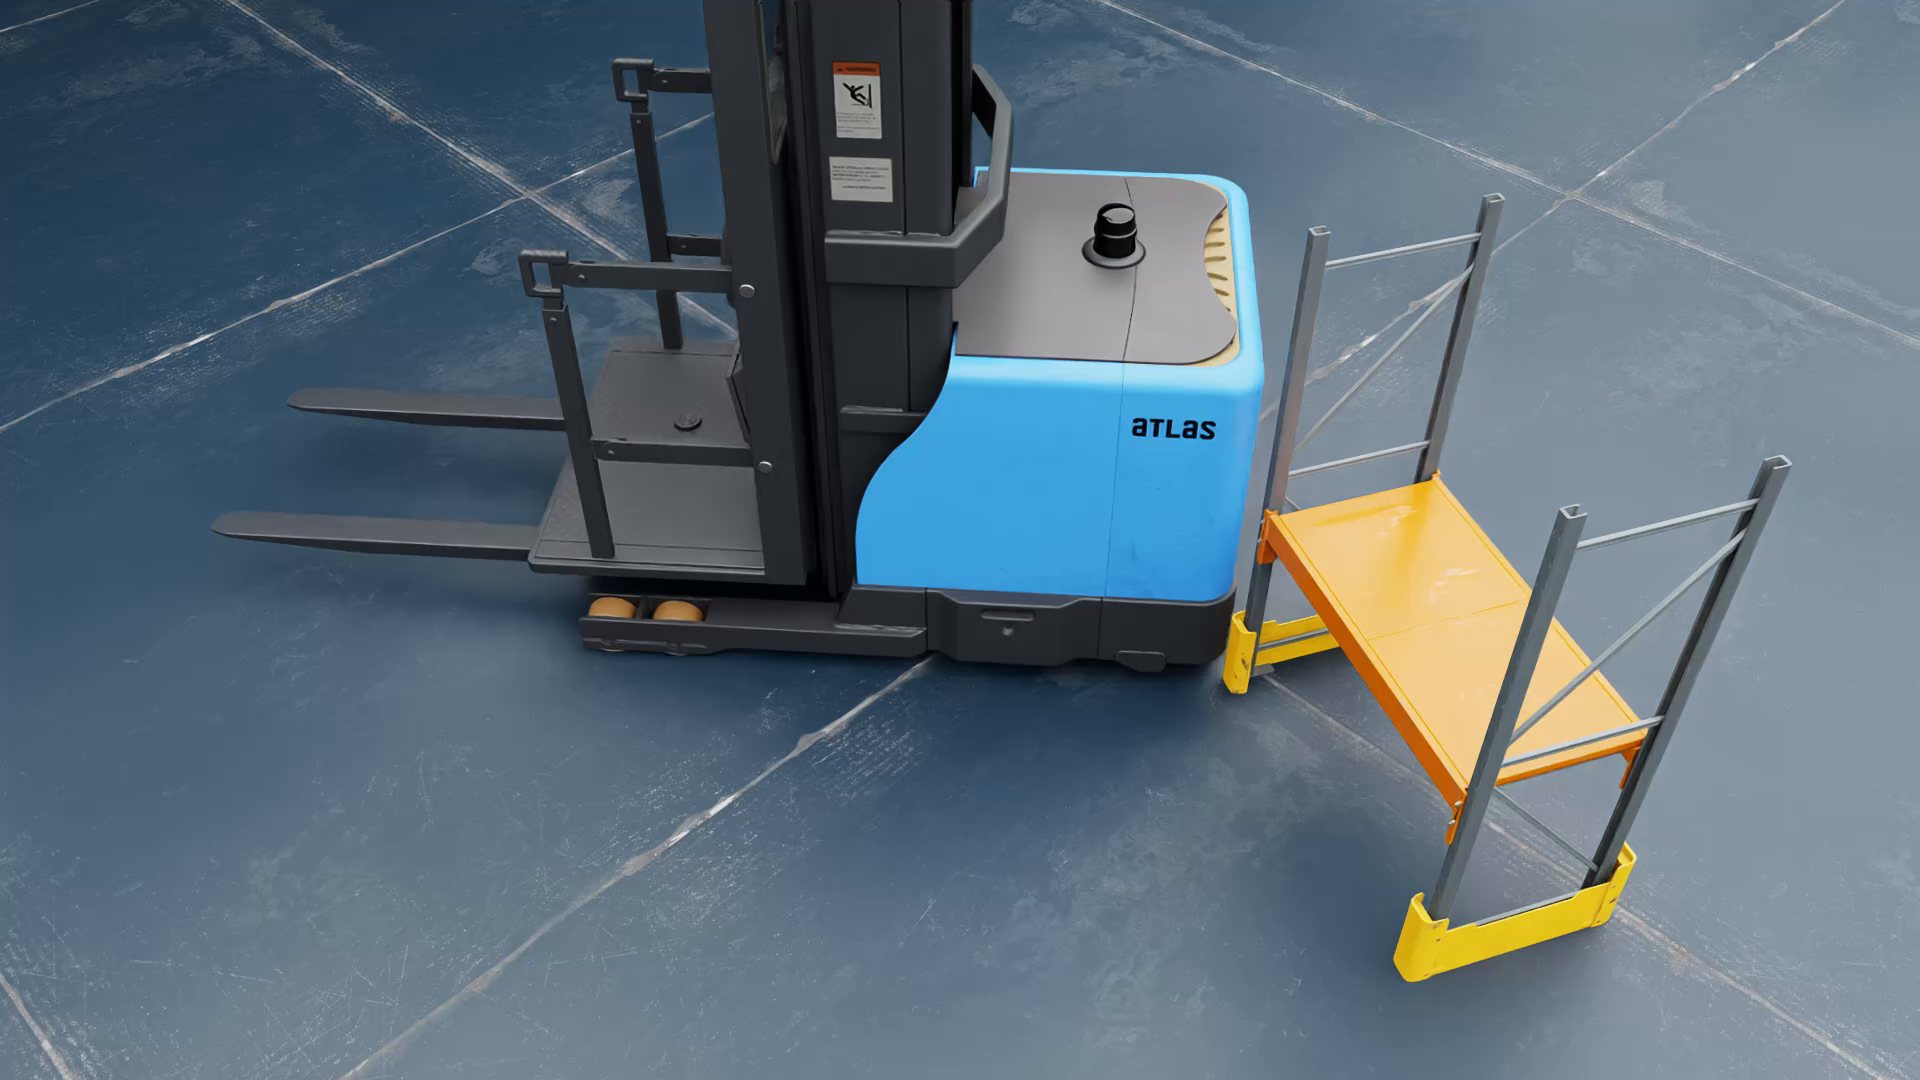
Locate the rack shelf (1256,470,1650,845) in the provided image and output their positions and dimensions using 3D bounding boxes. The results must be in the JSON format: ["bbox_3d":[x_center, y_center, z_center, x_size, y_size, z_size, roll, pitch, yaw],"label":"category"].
[{"bbox_3d":[1.201,0.253,4.136,0.538,0.185,1.000,-13,44,-13],"label":"rack shelf"}]

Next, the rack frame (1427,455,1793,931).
[{"bbox_3d":[1.360,0.449,3.659,0.500,1.500,0.032,-13,44,-13],"label":"rack frame"}]

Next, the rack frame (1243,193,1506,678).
[{"bbox_3d":[1.041,-0.207,4.368,0.500,1.500,0.032,-13,44,-13],"label":"rack frame"}]

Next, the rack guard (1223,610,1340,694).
[{"bbox_3d":[1.047,0.265,4.779,0.587,0.250,0.087,-13,44,-13],"label":"rack guard"}]

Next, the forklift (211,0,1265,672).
[{"bbox_3d":[-0.701,-1.093,4.273,3.031,2.935,1.130,3,43,3],"label":"forklift"}]

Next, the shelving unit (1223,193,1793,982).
[{"bbox_3d":[1.203,0.127,4.008,0.587,1.500,1.083,-13,44,-13],"label":"shelving unit"}]

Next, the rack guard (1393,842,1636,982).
[{"bbox_3d":[1.360,0.907,4.085,0.587,0.250,0.087,-13,44,-13],"label":"rack guard"}]
